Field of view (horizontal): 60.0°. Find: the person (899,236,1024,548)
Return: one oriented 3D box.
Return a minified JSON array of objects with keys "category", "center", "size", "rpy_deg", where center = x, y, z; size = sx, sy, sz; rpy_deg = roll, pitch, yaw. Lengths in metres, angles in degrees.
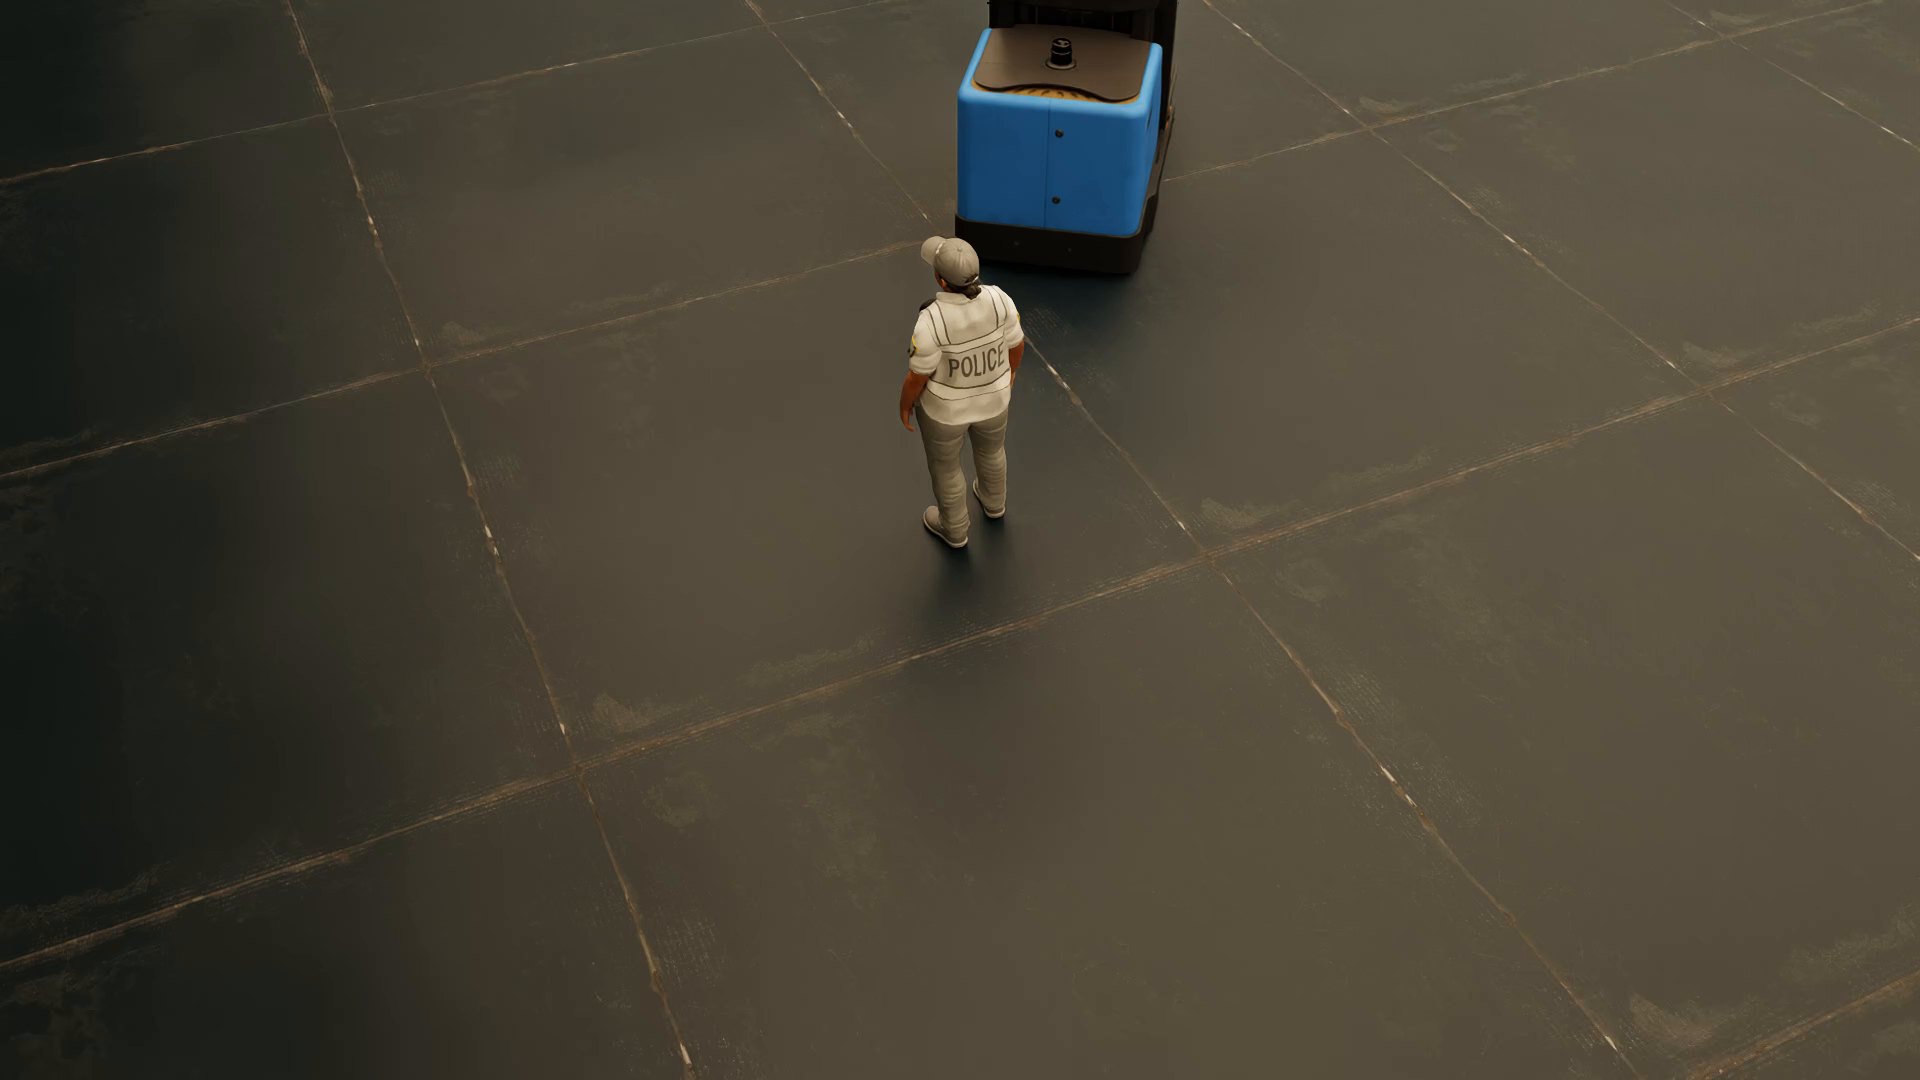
[{"category":"person","center":[-0.011,-0.668,7.313],"size":[0.598,1.670,0.529],"rpy_deg":[-18,46,-18]}]

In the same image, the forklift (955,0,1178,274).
[{"category":"forklift","center":[0.760,-3.580,9.516],"size":[1.130,2.935,3.031],"rpy_deg":[8,44,8]}]
